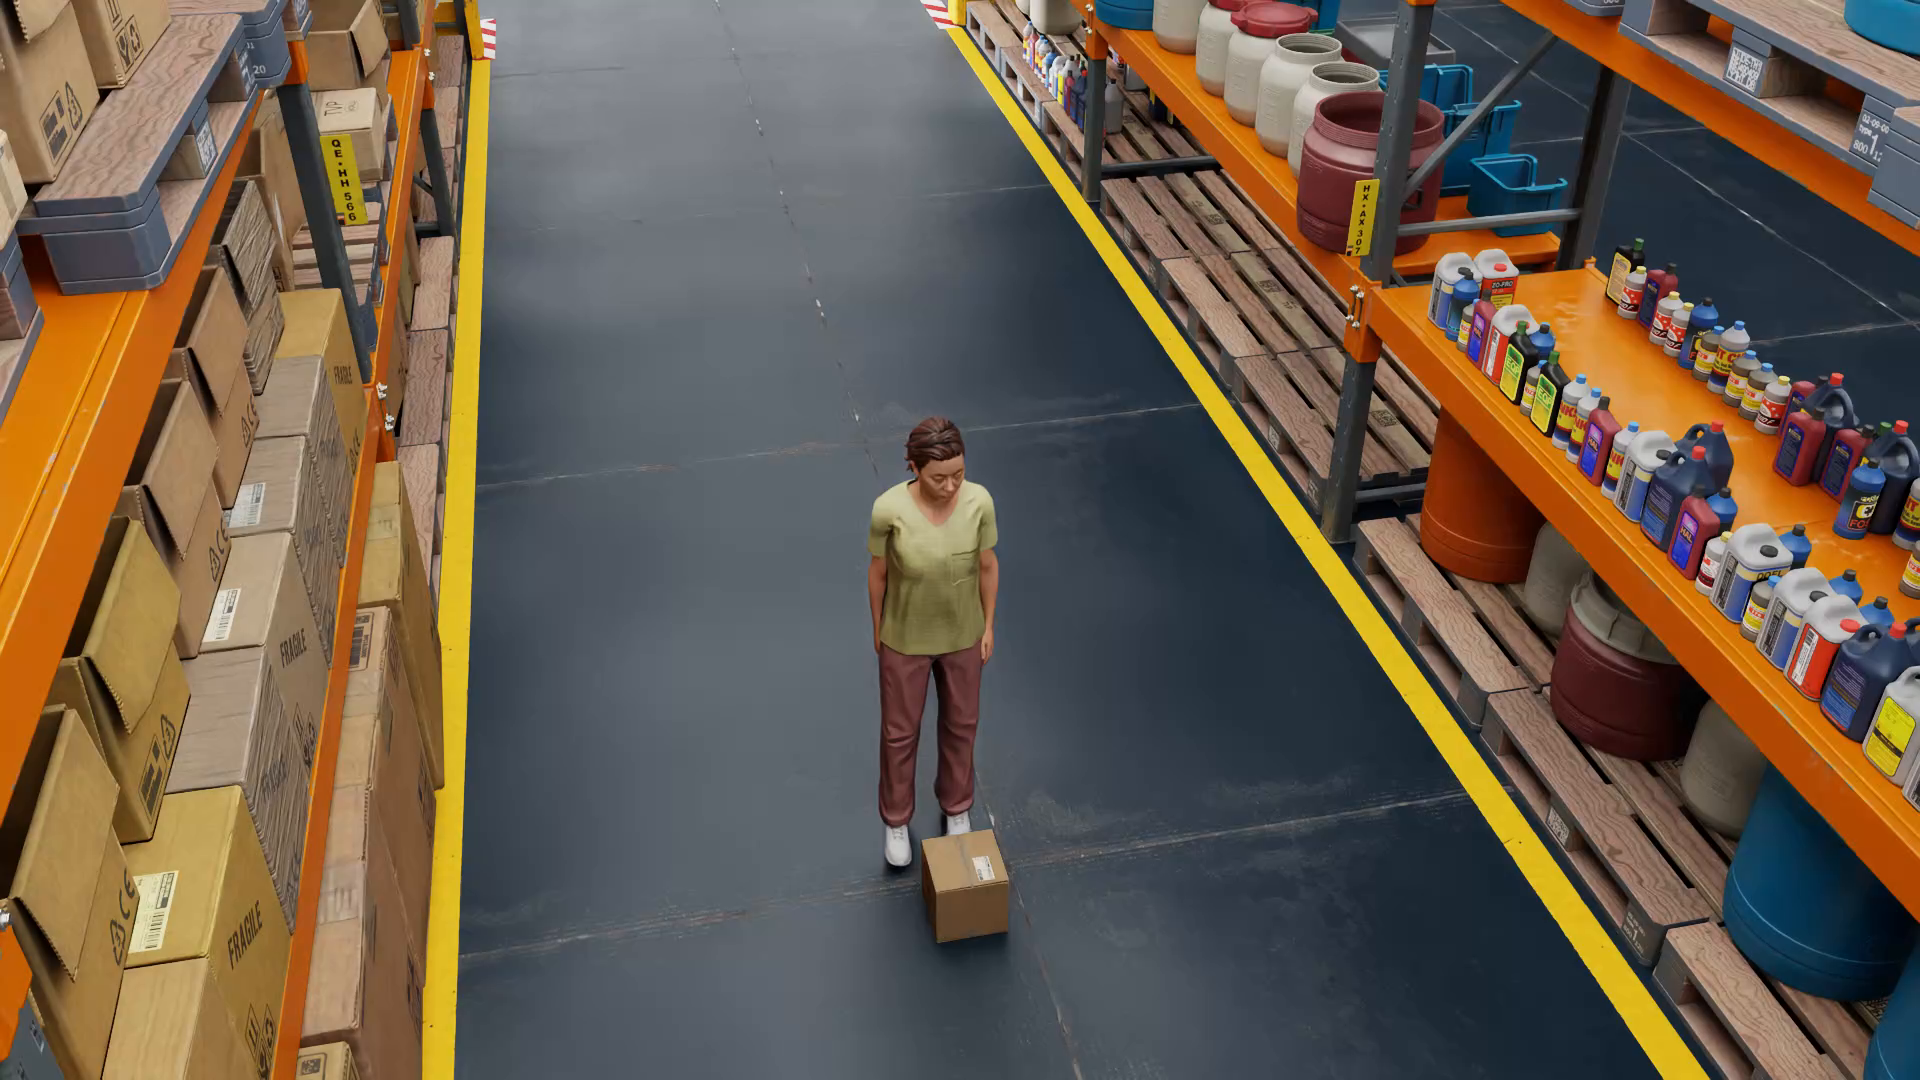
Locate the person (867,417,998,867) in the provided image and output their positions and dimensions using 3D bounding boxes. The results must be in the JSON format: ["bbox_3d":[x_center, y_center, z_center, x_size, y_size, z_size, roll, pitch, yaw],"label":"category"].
[{"bbox_3d":[-0.077,0.339,5.632,0.451,1.684,0.433,-7,35,-10],"label":"person"}]
